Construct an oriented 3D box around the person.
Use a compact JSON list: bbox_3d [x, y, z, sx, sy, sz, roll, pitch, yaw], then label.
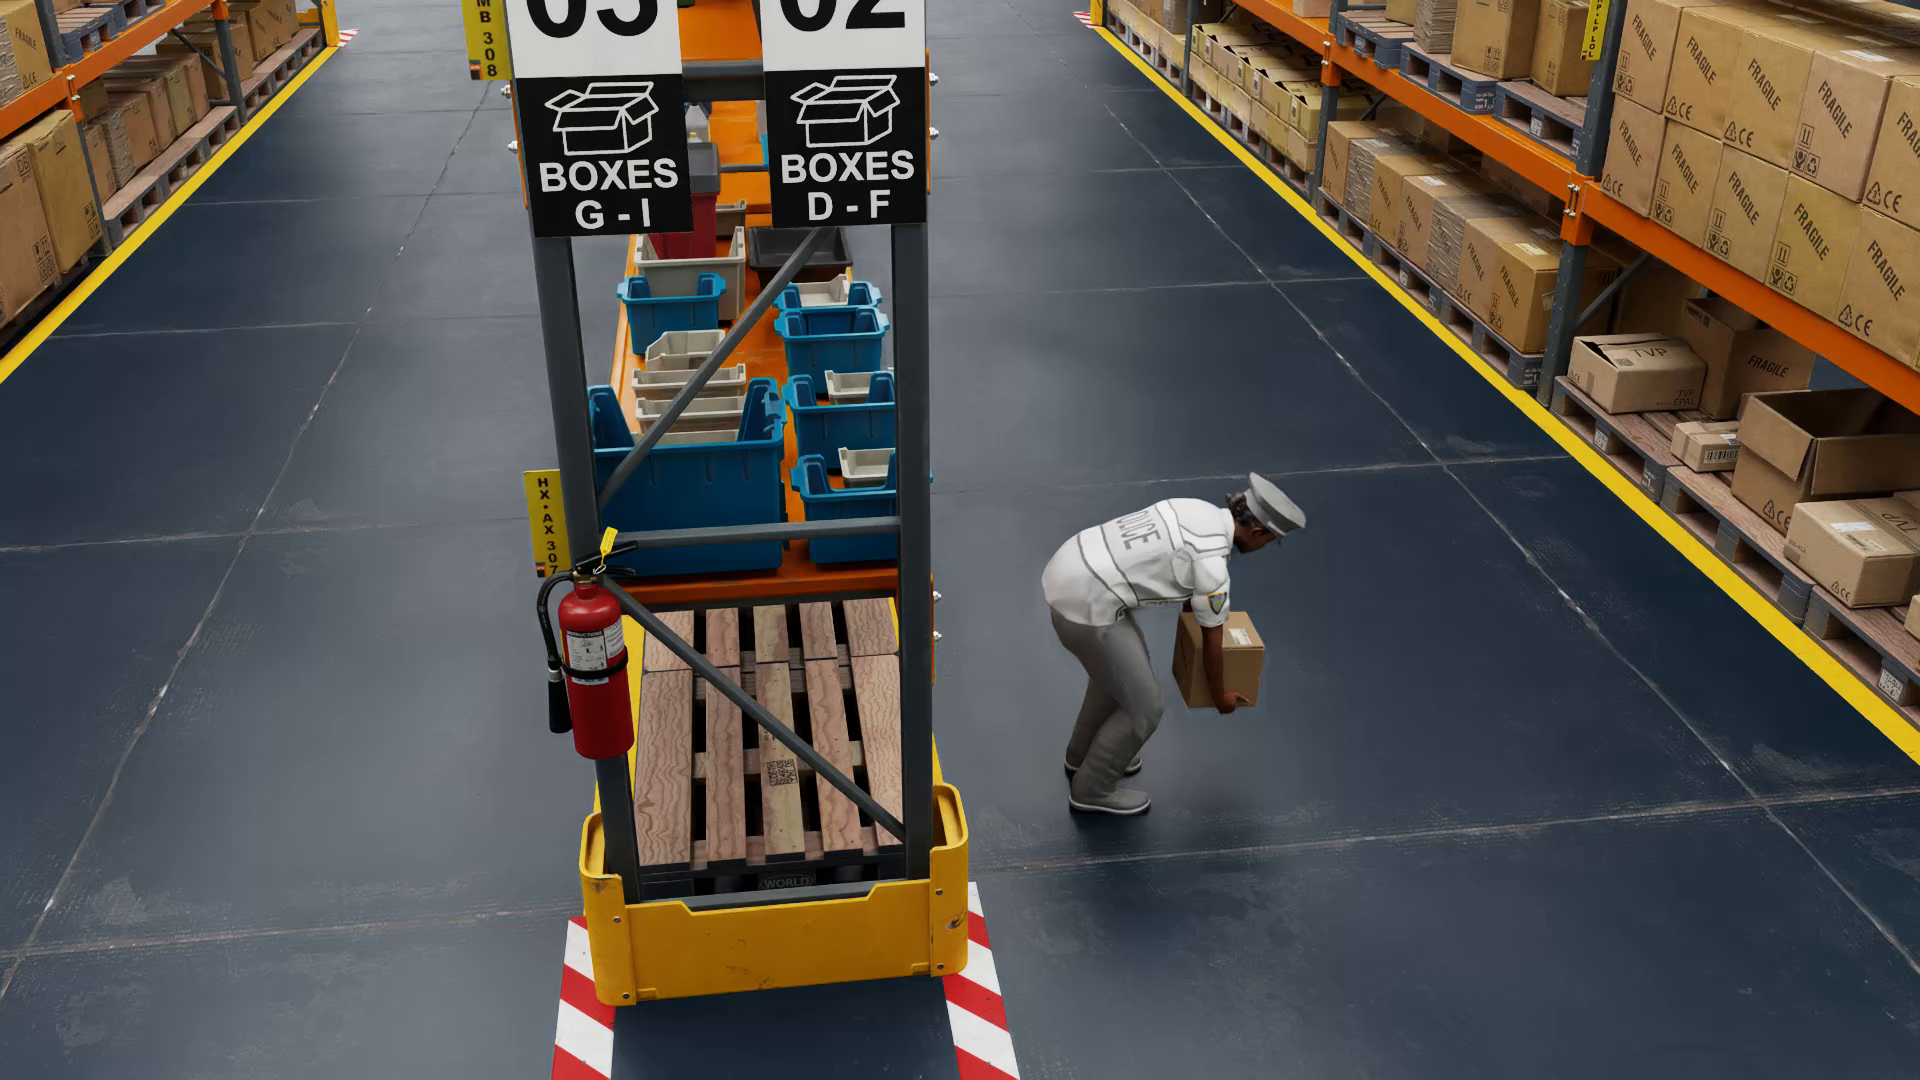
[{"bbox_3d":[0.739,0.363,5.899,0.907,1.236,0.433,-2,27,-3],"label":"person"}]
